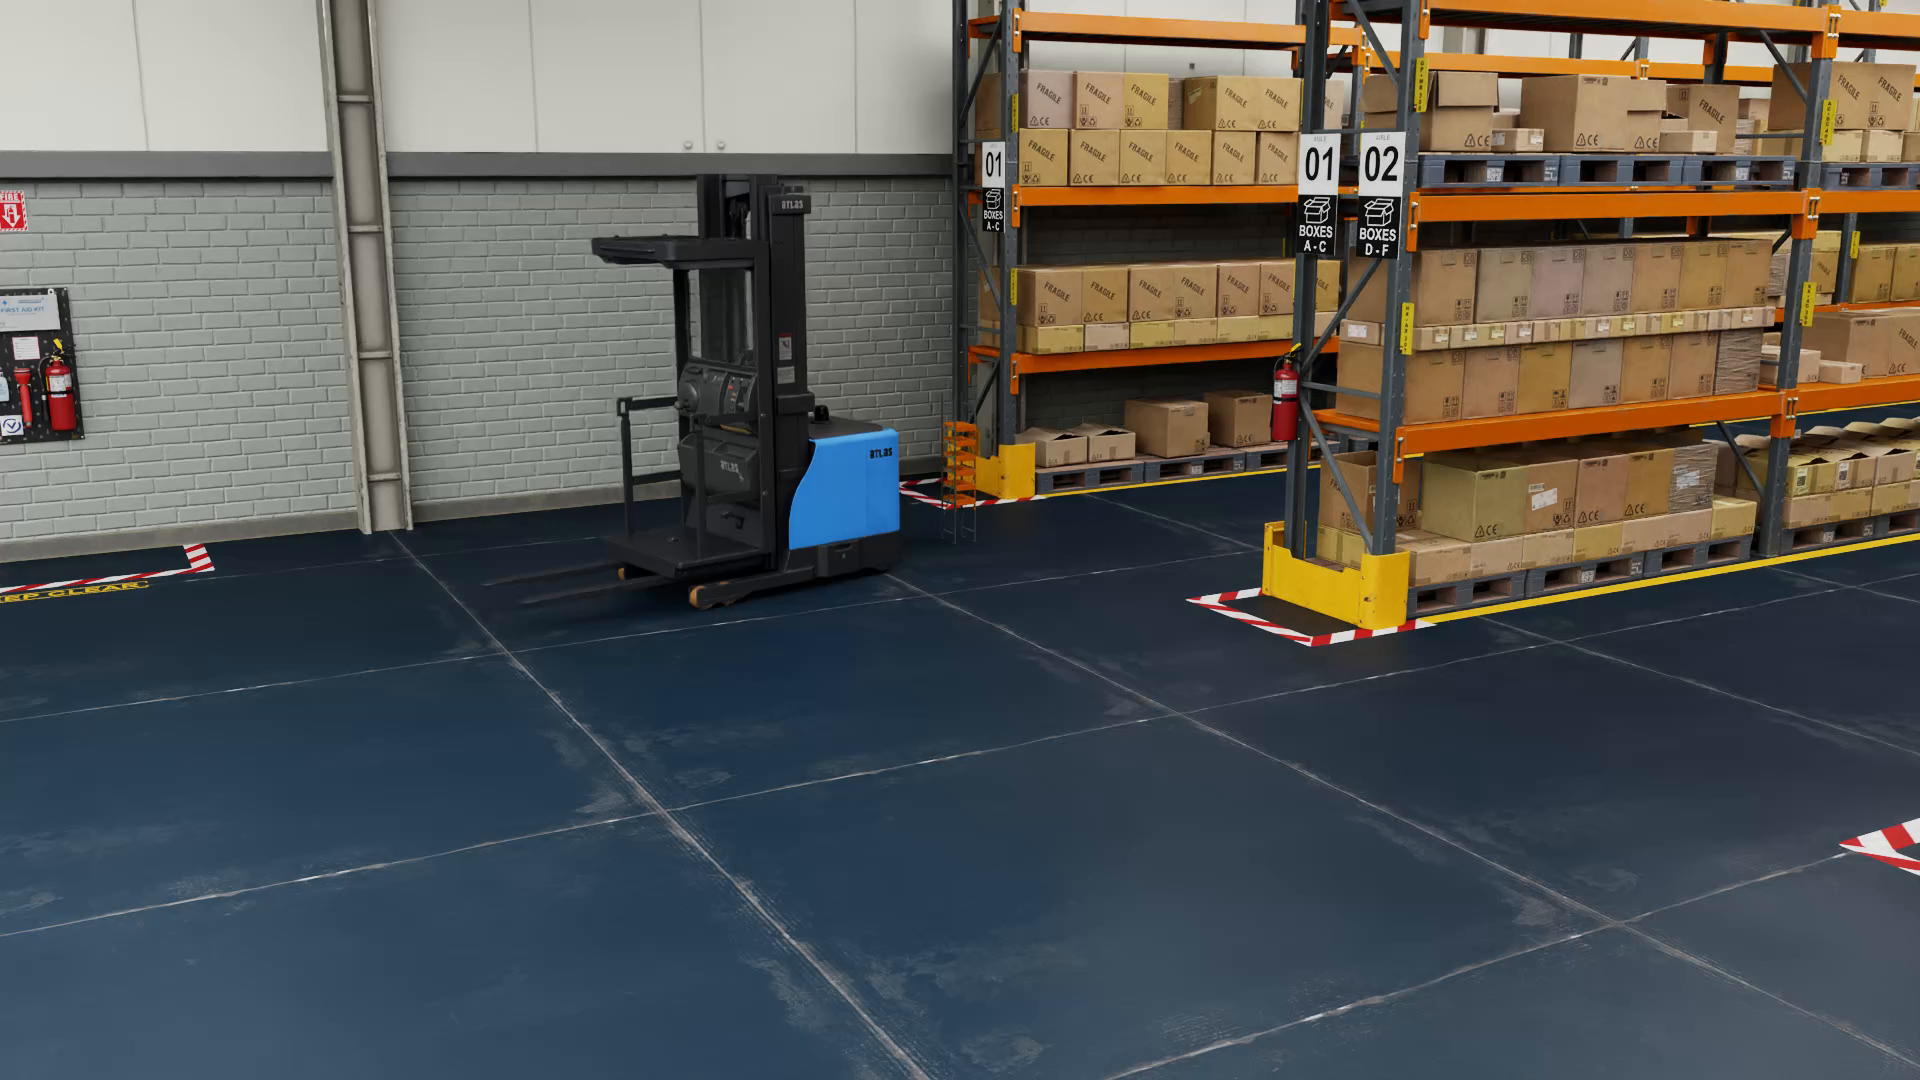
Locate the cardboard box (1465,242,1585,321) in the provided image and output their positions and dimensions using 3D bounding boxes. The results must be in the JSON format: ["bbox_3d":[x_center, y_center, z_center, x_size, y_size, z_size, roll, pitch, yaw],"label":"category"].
[{"bbox_3d":[3.959,-1.841,11.777,0.500,0.500,0.700,-7,14,-28],"label":"cardboard box"}]

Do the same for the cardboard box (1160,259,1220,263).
[{"bbox_3d":[2.321,-2.561,16.746,0.500,0.500,0.500,-6,14,-26],"label":"cardboard box"}]

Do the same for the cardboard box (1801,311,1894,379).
[{"bbox_3d":[7.251,-1.601,13.661,0.500,0.500,0.500,-6,14,-24],"label":"cardboard box"}]

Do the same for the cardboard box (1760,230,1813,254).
[{"bbox_3d":[10.011,-3.634,20.265,0.500,0.250,0.500,-6,14,-27],"label":"cardboard box"}]

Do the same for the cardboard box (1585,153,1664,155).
[{"bbox_3d":[7.631,-4.582,19.074,0.500,0.500,0.700,-8,15,-32],"label":"cardboard box"}]

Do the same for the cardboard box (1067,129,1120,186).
[{"bbox_3d":[1.121,-3.511,15.272,0.500,0.500,0.500,-6,14,-24],"label":"cardboard box"}]

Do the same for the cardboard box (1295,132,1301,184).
[{"bbox_3d":[3.403,-3.794,16.530,0.500,0.500,0.500,-6,14,-26],"label":"cardboard box"}]

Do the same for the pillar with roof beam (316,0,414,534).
[{"bbox_3d":[-2.785,-3.658,9.370,0.400,9.000,9.100,-7,14,-28],"label":"pillar with roof beam"}]

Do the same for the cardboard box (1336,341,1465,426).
[{"bbox_3d":[3.012,-1.093,11.408,0.500,0.500,0.700,-7,14,-28],"label":"cardboard box"}]

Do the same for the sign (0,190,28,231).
[{"bbox_3d":[-7.090,-2.458,12.419,0.199,0.298,0.001,-7,14,-28],"label":"sign"}]

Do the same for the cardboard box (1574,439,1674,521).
[{"bbox_3d":[4.923,-0.453,12.390,0.500,0.500,0.500,-7,14,-28],"label":"cardboard box"}]

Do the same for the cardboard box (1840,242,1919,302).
[{"bbox_3d":[11.879,-3.491,21.604,0.700,0.700,0.980,-7,15,-29],"label":"cardboard box"}]

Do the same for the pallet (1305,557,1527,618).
[{"bbox_3d":[3.247,0.274,11.911,1.213,0.211,1.003,-7,14,-28],"label":"pallet"}]

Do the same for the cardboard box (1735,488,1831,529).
[{"bbox_3d":[6.580,-0.277,13.313,0.500,0.250,0.500,-7,15,-29],"label":"cardboard box"}]

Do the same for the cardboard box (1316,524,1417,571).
[{"bbox_3d":[2.925,0.025,11.971,0.500,0.250,0.500,-7,14,-28],"label":"cardboard box"}]

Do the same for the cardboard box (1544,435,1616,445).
[{"bbox_3d":[4.672,-0.554,12.838,0.500,0.500,0.500,-7,14,-28],"label":"cardboard box"}]

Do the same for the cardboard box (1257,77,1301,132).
[{"bbox_3d":[2.942,-4.218,16.136,0.500,0.500,0.500,-6,14,-25],"label":"cardboard box"}]

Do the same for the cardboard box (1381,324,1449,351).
[{"bbox_3d":[3.043,-1.363,11.128,0.250,0.149,0.380,-7,14,-28],"label":"cardboard box"}]

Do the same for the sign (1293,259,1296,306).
[{"bbox_3d":[2.348,-1.784,11.529,0.005,0.325,0.100,-7,14,-28],"label":"sign"}]

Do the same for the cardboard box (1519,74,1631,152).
[{"bbox_3d":[4.185,-2.905,11.352,0.500,0.500,0.500,-7,14,-28],"label":"cardboard box"}]

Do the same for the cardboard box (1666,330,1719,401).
[{"bbox_3d":[5.261,-1.363,12.605,0.500,0.500,0.700,-7,14,-28],"label":"cardboard box"}]

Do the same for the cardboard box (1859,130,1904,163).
[{"bbox_3d":[7.133,-3.135,13.261,0.500,0.250,0.500,-8,15,-33],"label":"cardboard box"}]

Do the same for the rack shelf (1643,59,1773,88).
[{"bbox_3d":[8.996,-5.385,19.590,4.000,0.370,1.077,-7,14,-28],"label":"rack shelf"}]

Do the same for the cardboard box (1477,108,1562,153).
[{"bbox_3d":[3.968,-2.921,11.854,0.500,0.311,0.500,-5,14,-21],"label":"cardboard box"}]

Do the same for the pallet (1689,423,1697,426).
[{"bbox_3d":[7.969,-1.502,19.801,1.213,0.211,1.003,-7,14,-28],"label":"pallet"}]

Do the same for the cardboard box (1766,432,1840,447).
[{"bbox_3d":[7.218,-0.762,14.190,0.500,0.311,0.500,-7,14,-28],"label":"cardboard box"}]

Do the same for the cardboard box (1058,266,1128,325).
[{"bbox_3d":[1.221,-2.297,15.572,0.500,0.500,0.500,-7,14,-28],"label":"cardboard box"}]

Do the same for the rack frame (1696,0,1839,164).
[{"bbox_3d":[6.107,-4.345,12.422,0.127,3.000,1.000,-7,14,-28],"label":"rack frame"}]

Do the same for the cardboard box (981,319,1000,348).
[{"bbox_3d":[0.536,-1.975,15.850,0.500,0.250,0.500,-7,14,-27],"label":"cardboard box"}]

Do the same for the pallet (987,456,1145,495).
[{"bbox_3d":[1.016,-0.678,16.143,1.213,0.211,1.003,-7,14,-28],"label":"pallet"}]

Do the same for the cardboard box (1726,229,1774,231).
[{"bbox_3d":[9.767,-3.730,20.691,0.500,0.250,0.500,-7,14,-27],"label":"cardboard box"}]

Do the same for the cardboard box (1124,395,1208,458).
[{"bbox_3d":[2.038,-1.130,16.491,0.500,0.500,0.700,-8,15,-31],"label":"cardboard box"}]

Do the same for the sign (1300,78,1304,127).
[{"bbox_3d":[2.348,-2.961,11.265,0.005,0.325,0.100,-7,14,-28],"label":"sign"}]

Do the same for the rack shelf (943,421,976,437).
[{"bbox_3d":[-0.013,-0.892,13.401,0.180,0.103,0.258,-7,14,-28],"label":"rack shelf"}]

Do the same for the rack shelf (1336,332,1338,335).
[{"bbox_3d":[5.485,-2.232,18.335,4.000,0.370,1.077,-7,14,-28],"label":"rack shelf"}]

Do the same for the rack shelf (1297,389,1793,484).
[{"bbox_3d":[4.351,-0.857,12.225,4.000,0.370,1.077,-7,14,-28],"label":"rack shelf"}]

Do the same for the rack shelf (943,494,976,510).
[{"bbox_3d":[-0.013,-0.306,13.533,0.180,0.103,0.258,-7,14,-28],"label":"rack shelf"}]

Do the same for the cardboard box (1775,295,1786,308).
[{"bbox_3d":[9.928,-2.923,20.291,0.250,0.149,0.380,-7,14,-28],"label":"cardboard box"}]

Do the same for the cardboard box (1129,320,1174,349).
[{"bbox_3d":[1.698,-1.989,15.910,0.500,0.250,0.500,-7,15,-29],"label":"cardboard box"}]

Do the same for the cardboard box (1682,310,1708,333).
[{"bbox_3d":[5.294,-1.633,12.326,0.250,0.149,0.380,-7,14,-28],"label":"cardboard box"}]

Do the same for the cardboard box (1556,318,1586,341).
[{"bbox_3d":[4.173,-1.499,11.732,0.250,0.149,0.380,-7,14,-29],"label":"cardboard box"}]

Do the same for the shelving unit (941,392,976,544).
[{"bbox_3d":[-0.013,-0.584,13.471,0.189,1.200,0.258,-7,14,-28],"label":"shelving unit"}]

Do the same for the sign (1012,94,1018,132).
[{"bbox_3d":[0.479,-3.737,14.562,0.005,0.325,0.100,-7,14,-28],"label":"sign"}]

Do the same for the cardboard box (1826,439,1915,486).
[{"bbox_3d":[7.485,-0.658,13.728,0.500,0.311,0.500,-7,15,-30],"label":"cardboard box"}]

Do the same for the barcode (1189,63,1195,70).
[{"bbox_3d":[2.304,-4.700,16.502,0.075,0.075,0.001,-7,14,-28],"label":"barcode"}]

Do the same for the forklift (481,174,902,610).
[{"bbox_3d":[-1.889,-1.078,11.723,3.031,2.935,1.130,-11,17,-39],"label":"forklift"}]

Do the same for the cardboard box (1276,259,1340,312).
[{"bbox_3d":[3.463,-2.566,16.767,0.500,0.500,0.500,-7,14,-28],"label":"cardboard box"}]

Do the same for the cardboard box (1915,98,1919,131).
[{"bbox_3d":[11.960,-5.300,20.947,0.500,0.500,0.500,-7,15,-29],"label":"cardboard box"}]

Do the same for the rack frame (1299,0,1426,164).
[{"bbox_3d":[2.596,-3.925,10.553,0.127,3.000,1.000,-7,14,-28],"label":"rack frame"}]

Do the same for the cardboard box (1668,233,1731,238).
[{"bbox_3d":[8.671,-3.471,19.543,0.500,0.250,0.500,-7,14,-27],"label":"cardboard box"}]

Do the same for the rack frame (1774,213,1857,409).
[{"bbox_3d":[10.752,-3.215,21.061,0.127,3.000,1.000,-7,14,-28],"label":"rack frame"}]

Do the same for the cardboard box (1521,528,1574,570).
[{"bbox_3d":[4.049,0.019,11.998,0.500,0.250,0.500,-7,14,-28],"label":"cardboard box"}]

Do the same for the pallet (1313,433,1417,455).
[{"bbox_3d":[4.413,-1.095,17.993,1.213,0.211,1.003,-7,14,-28],"label":"pallet"}]
